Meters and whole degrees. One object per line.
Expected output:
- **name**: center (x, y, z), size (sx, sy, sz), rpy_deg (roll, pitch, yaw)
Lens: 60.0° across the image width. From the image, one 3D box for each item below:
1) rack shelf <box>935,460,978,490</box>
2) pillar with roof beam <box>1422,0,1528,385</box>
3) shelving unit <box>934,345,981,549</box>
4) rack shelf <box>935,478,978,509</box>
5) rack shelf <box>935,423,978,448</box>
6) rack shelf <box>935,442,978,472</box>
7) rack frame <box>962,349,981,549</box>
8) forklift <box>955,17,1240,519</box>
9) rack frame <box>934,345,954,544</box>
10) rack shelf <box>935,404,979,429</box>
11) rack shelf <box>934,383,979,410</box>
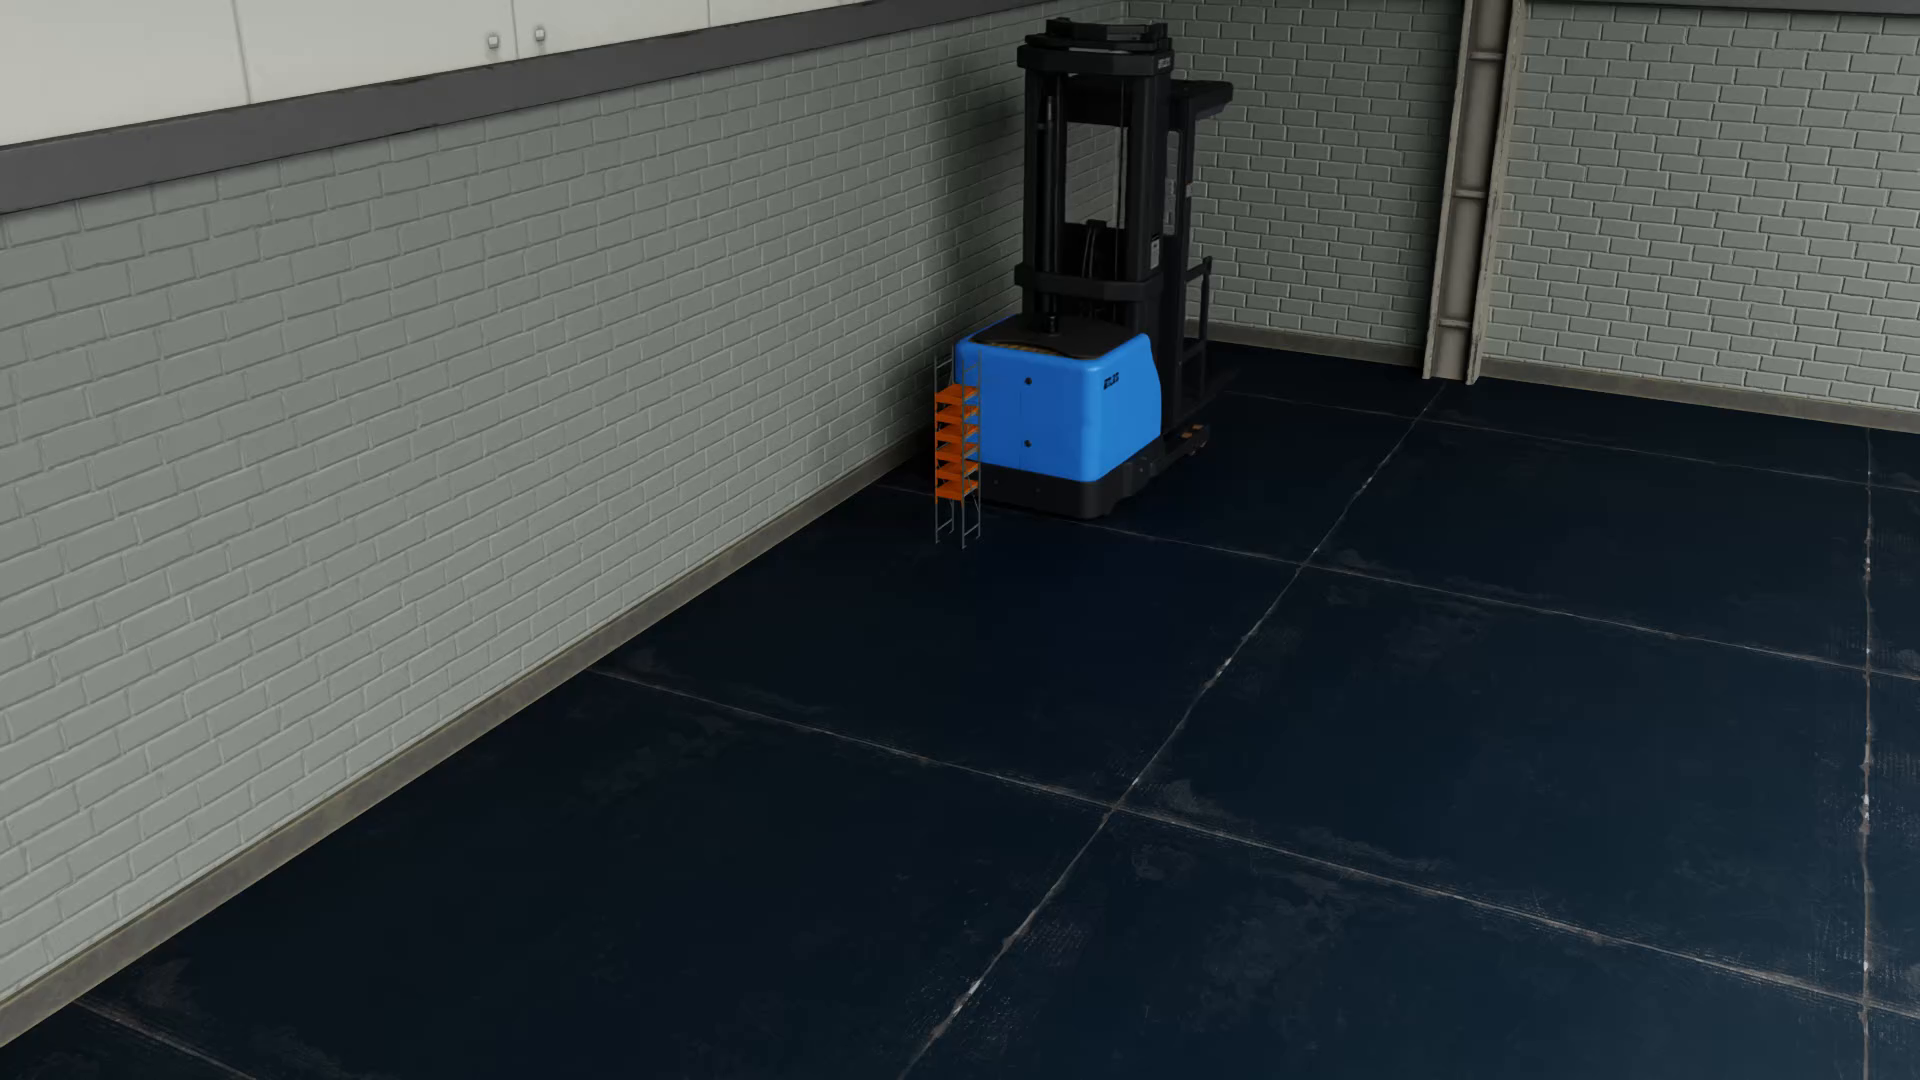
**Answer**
- **rack shelf**: center (-0.013, -0.403, 10.086), size (0.180, 0.103, 0.258), rpy_deg (11, 25, 25)
- **pillar with roof beam**: center (1.994, -3.950, 8.039), size (0.400, 9.000, 9.100), rpy_deg (11, 25, 25)
- **shelving unit**: center (-0.013, -0.555, 10.021), size (0.189, 1.200, 0.258), rpy_deg (11, 25, 25)
- **rack shelf**: center (-0.013, -0.293, 10.133), size (0.180, 0.103, 0.258), rpy_deg (11, 25, 25)
- **rack shelf**: center (-0.013, -0.624, 9.992), size (0.180, 0.103, 0.258), rpy_deg (11, 25, 25)
- **rack shelf**: center (-0.013, -0.514, 10.039), size (0.180, 0.103, 0.258), rpy_deg (11, 25, 25)
- **rack frame**: center (0.069, -0.539, 9.983), size (0.006, 1.200, 0.240), rpy_deg (11, 25, 25)
- **forklift**: center (1.117, -2.016, 11.246), size (1.130, 2.935, 3.031), rpy_deg (13, 26, 27)
- **rack frame**: center (-0.095, -0.571, 10.059), size (0.006, 1.200, 0.240), rpy_deg (11, 25, 25)
- **rack shelf**: center (-0.013, -0.735, 9.945), size (0.180, 0.103, 0.258), rpy_deg (11, 25, 25)
- **rack shelf**: center (-0.013, -0.845, 9.898), size (0.180, 0.103, 0.258), rpy_deg (11, 25, 25)
